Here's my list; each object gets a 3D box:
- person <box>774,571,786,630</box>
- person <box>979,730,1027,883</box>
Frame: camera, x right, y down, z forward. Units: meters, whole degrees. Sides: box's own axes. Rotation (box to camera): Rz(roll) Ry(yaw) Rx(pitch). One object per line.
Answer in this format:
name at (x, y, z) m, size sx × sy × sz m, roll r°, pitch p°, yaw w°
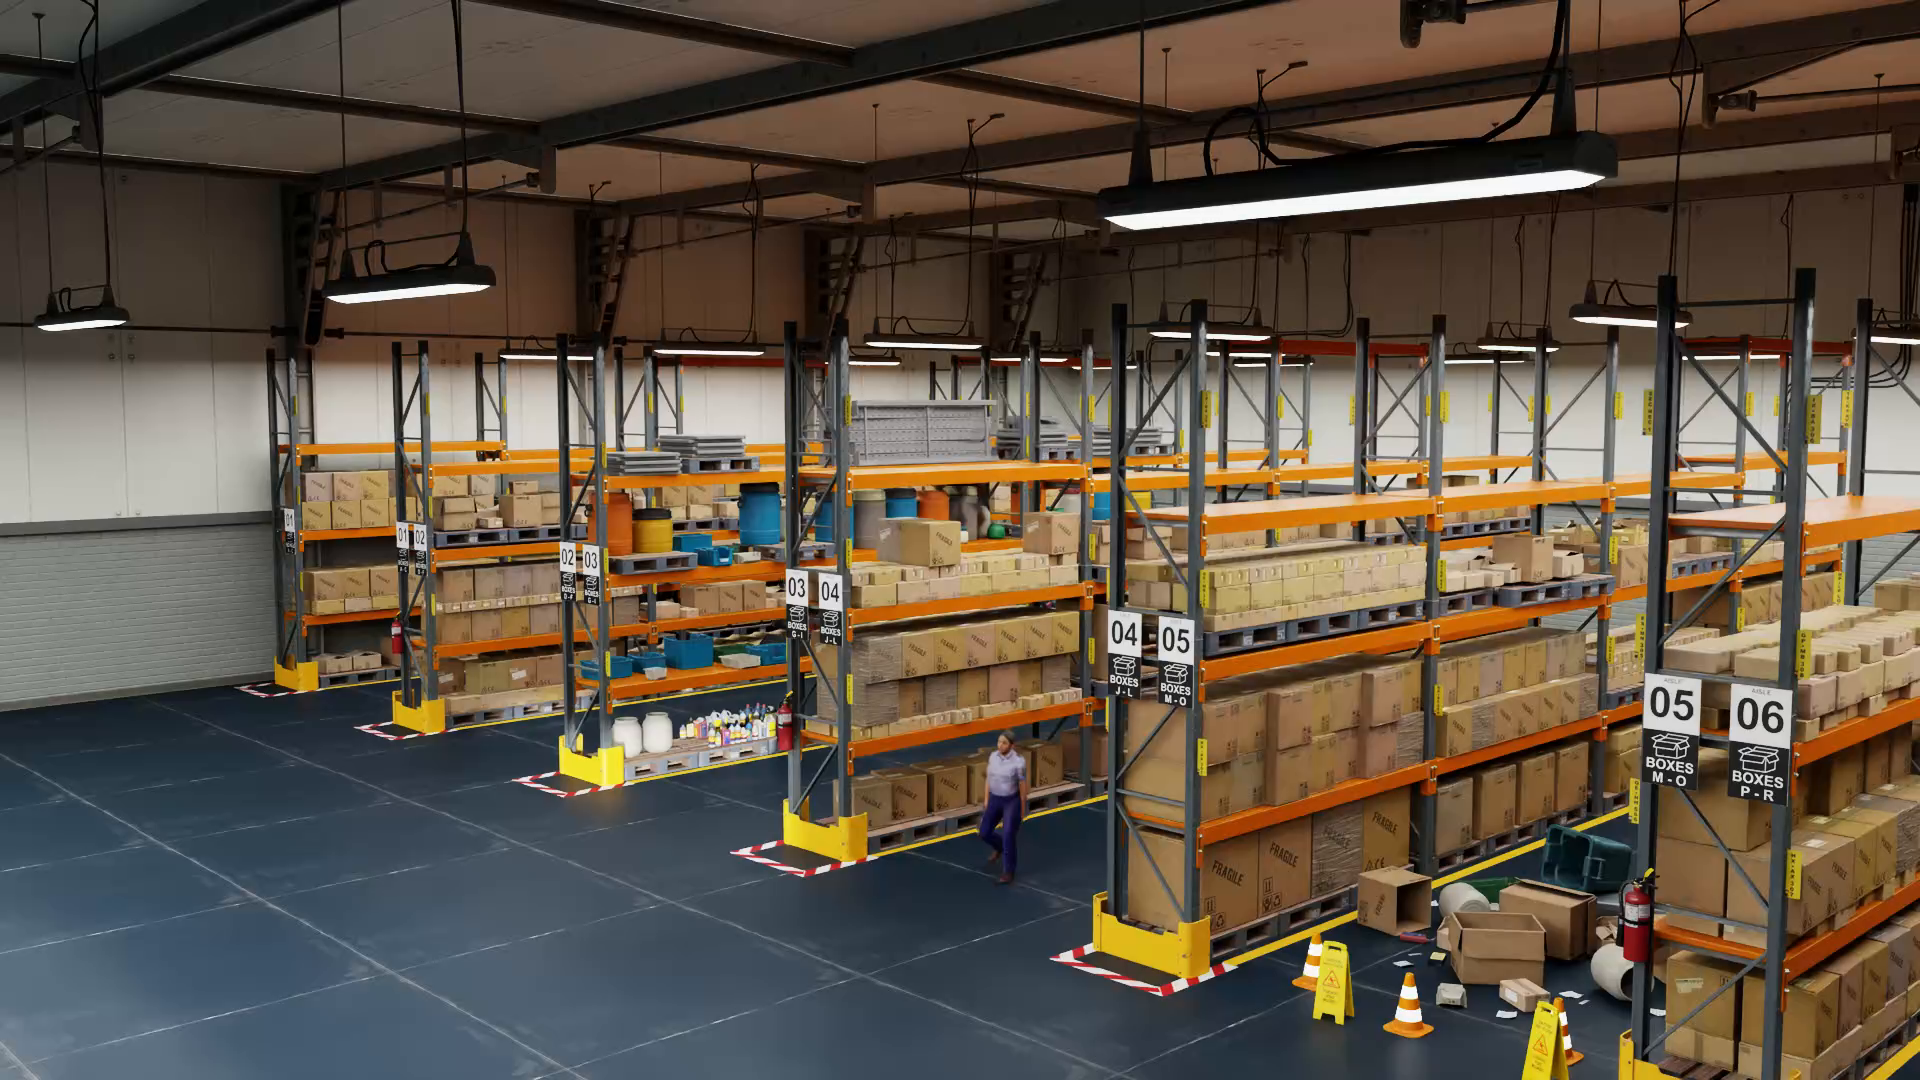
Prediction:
person at (-3.523, 1.368, 34.026) m, size 0.647 × 1.749 × 0.724 m, roll 4°, pitch 6°, yaw 37°
person at (0.481, 2.814, 17.856) m, size 0.644 × 1.603 × 0.594 m, roll 3°, pitch 6°, yaw 34°
